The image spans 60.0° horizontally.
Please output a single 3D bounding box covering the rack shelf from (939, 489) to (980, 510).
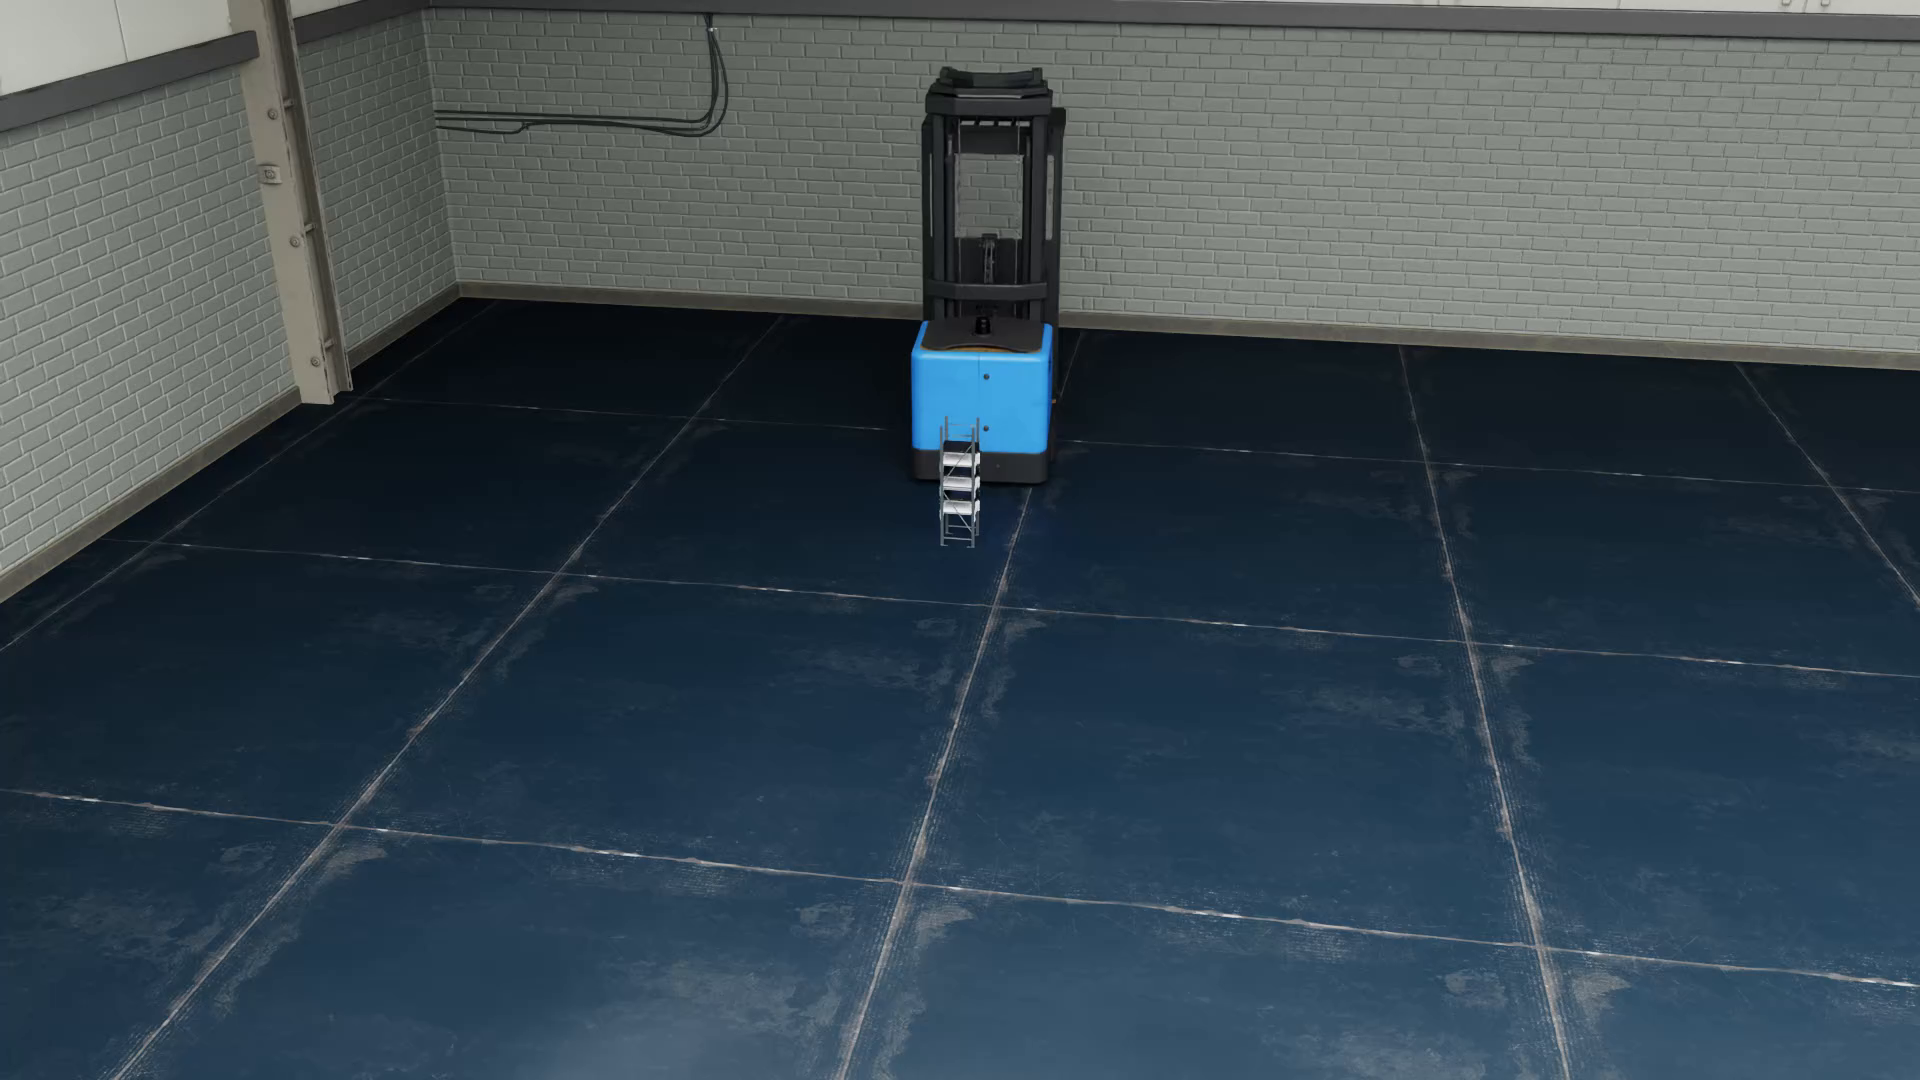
[{"bbox_3d":[-0.001,-0.292,11.649,0.258,0.077,0.200,4,25,9],"label":"rack shelf"}]

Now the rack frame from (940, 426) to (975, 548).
[{"bbox_3d":[-0.018,-0.362,11.505,0.240,0.900,0.006,4,25,9],"label":"rack frame"}]

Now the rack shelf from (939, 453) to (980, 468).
[{"bbox_3d":[-0.001,-0.537,11.534,0.258,0.077,0.200,4,25,9],"label":"rack shelf"}]

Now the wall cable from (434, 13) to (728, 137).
[{"bbox_3d":[-3.734,-5.067,15.668,3.097,2.526,0.112,4,25,9],"label":"wall cable"}]

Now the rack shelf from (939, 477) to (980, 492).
[{"bbox_3d":[-0.001,-0.374,11.610,0.258,0.077,0.200,4,25,9],"label":"rack shelf"}]

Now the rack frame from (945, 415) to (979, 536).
[{"bbox_3d":[0.015,-0.447,11.687,0.240,0.900,0.006,4,25,9],"label":"rack frame"}]

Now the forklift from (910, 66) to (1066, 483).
[{"bbox_3d":[0.269,-2.344,13.346,1.130,2.935,3.031,2,25,5],"label":"forklift"}]

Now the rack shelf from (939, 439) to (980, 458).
[{"bbox_3d":[-0.001,-0.619,11.496,0.258,0.077,0.200,4,25,9],"label":"rack shelf"}]

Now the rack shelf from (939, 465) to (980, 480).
[{"bbox_3d":[-0.001,-0.455,11.572,0.258,0.077,0.200,4,25,9],"label":"rack shelf"}]

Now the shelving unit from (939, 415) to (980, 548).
[{"bbox_3d":[-0.001,-0.404,11.596,0.258,0.900,0.210,4,25,9],"label":"shelving unit"}]

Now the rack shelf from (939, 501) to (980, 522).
[{"bbox_3d":[-0.001,-0.211,11.687,0.258,0.077,0.200,4,25,9],"label":"rack shelf"}]

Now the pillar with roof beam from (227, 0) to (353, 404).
[{"bbox_3d":[-1.273,-5.035,11.936,9.100,9.000,0.400,4,25,9],"label":"pillar with roof beam"}]
